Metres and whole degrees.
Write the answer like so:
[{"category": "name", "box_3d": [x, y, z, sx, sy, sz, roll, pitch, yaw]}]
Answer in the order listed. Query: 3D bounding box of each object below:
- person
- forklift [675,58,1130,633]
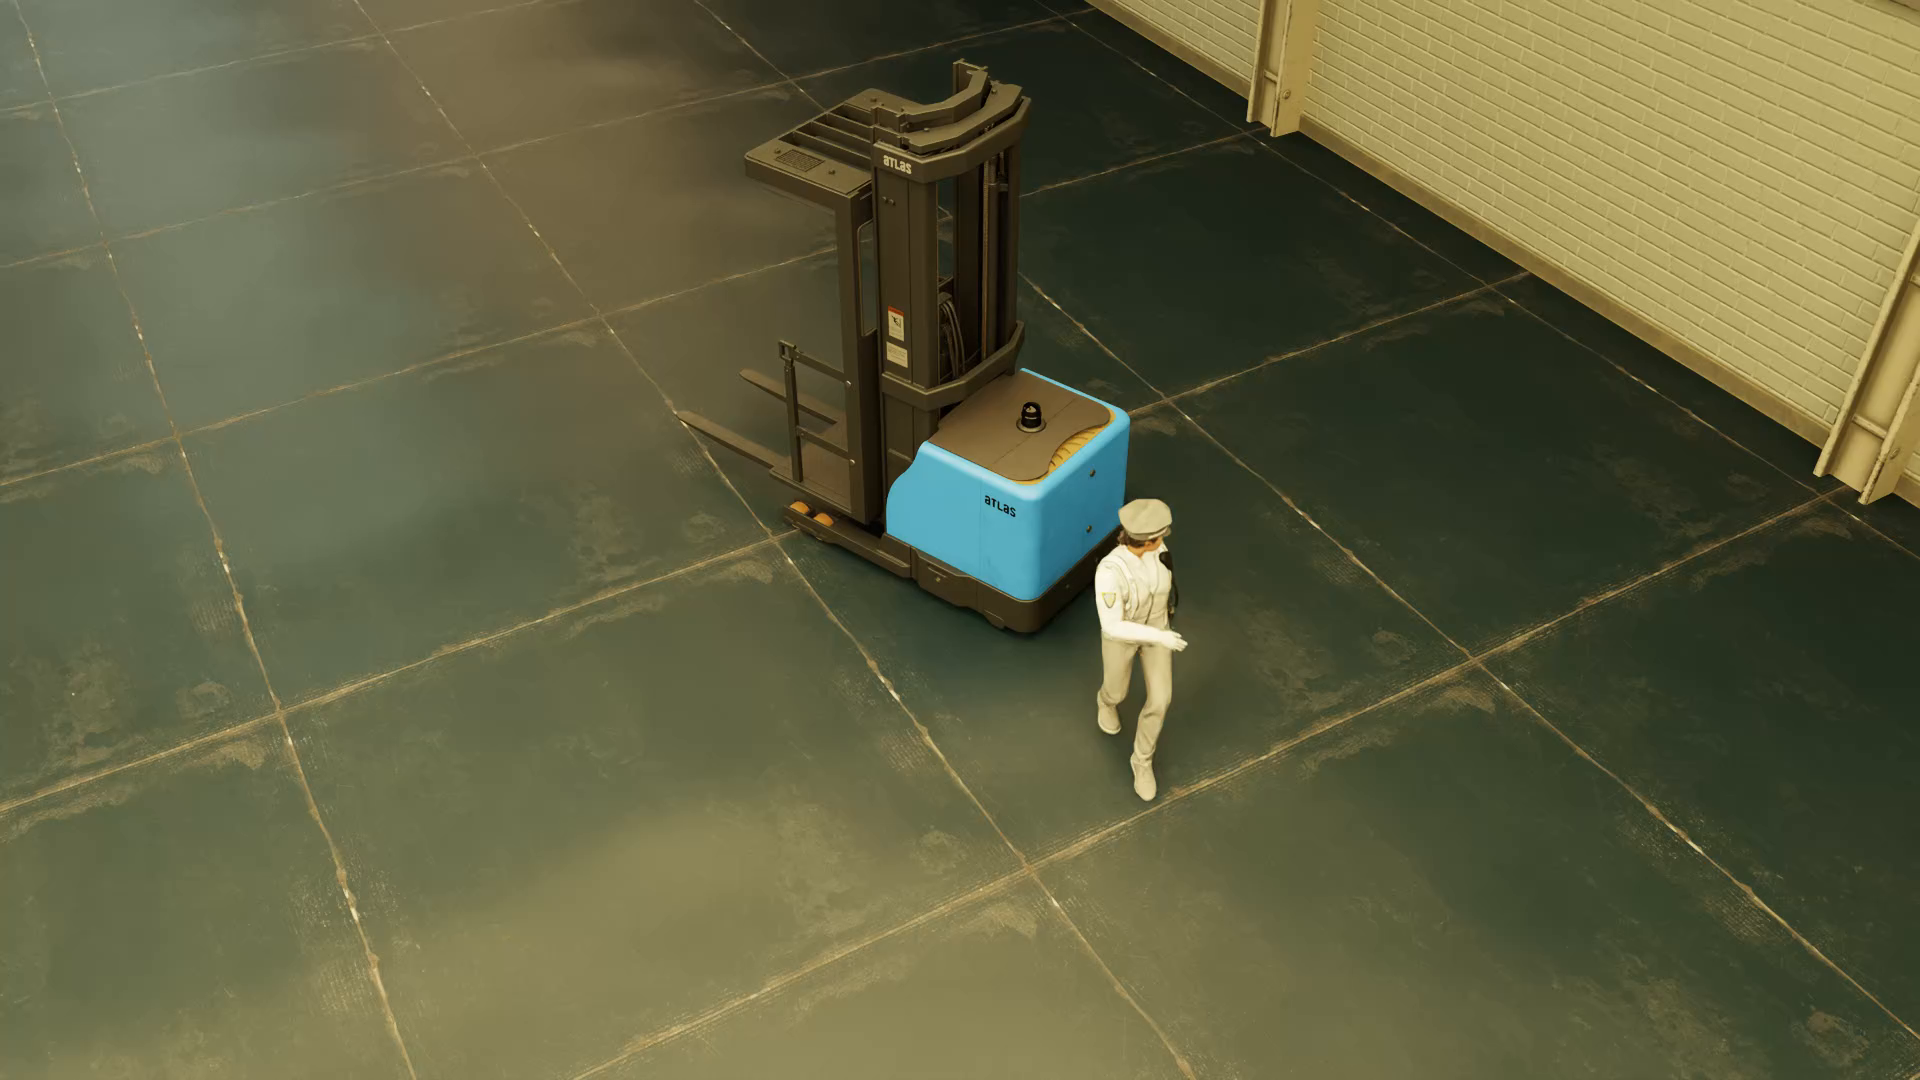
[{"category": "person", "box_3d": [0.905, 0.488, 8.521, 0.520, 1.625, 0.873, -11, 41, -13]}, {"category": "forklift", "box_3d": [-0.481, -1.366, 9.683, 3.031, 2.935, 1.130, 26, 46, 28]}]
